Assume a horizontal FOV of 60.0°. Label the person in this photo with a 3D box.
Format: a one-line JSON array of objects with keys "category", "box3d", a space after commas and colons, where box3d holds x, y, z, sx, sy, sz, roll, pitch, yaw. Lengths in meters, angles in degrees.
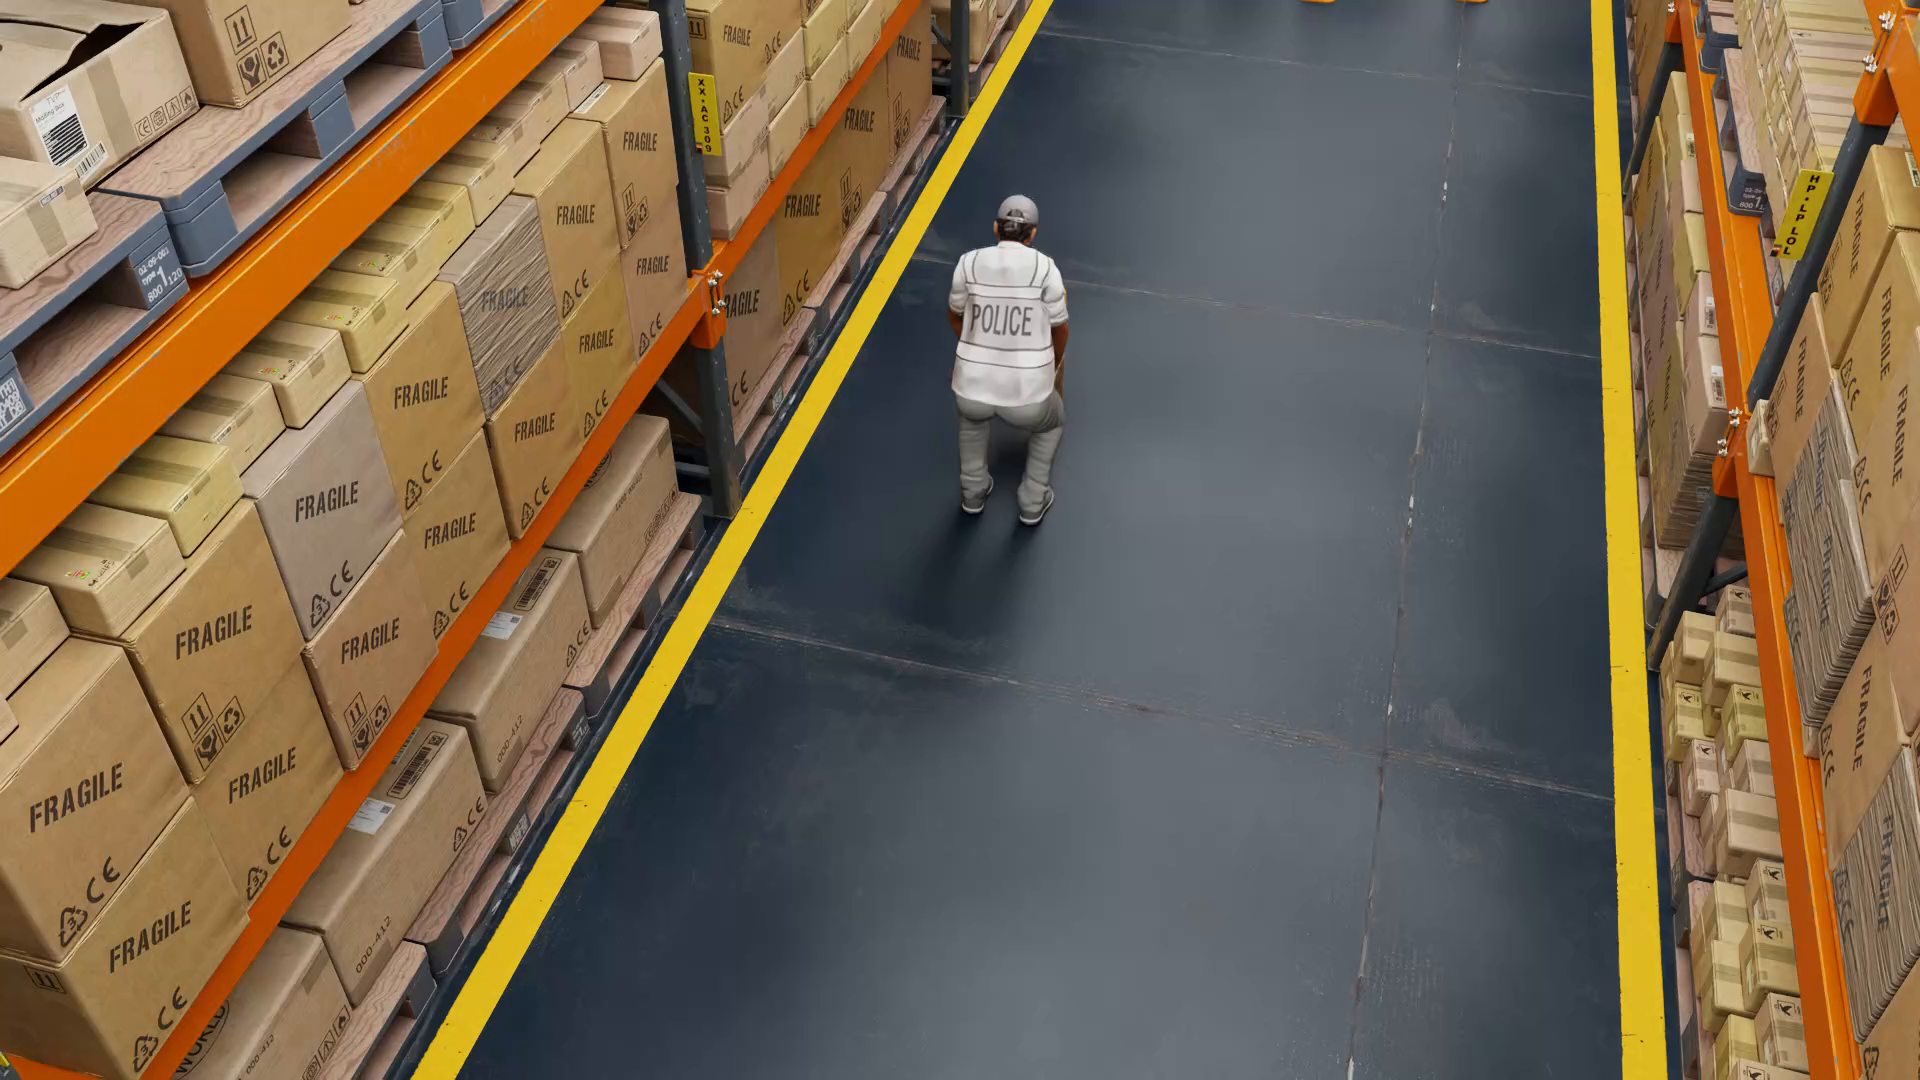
[{"category": "person", "box3d": [0.187, -0.740, 7.185, 0.533, 1.432, 0.691, 10, 42, 12]}]
